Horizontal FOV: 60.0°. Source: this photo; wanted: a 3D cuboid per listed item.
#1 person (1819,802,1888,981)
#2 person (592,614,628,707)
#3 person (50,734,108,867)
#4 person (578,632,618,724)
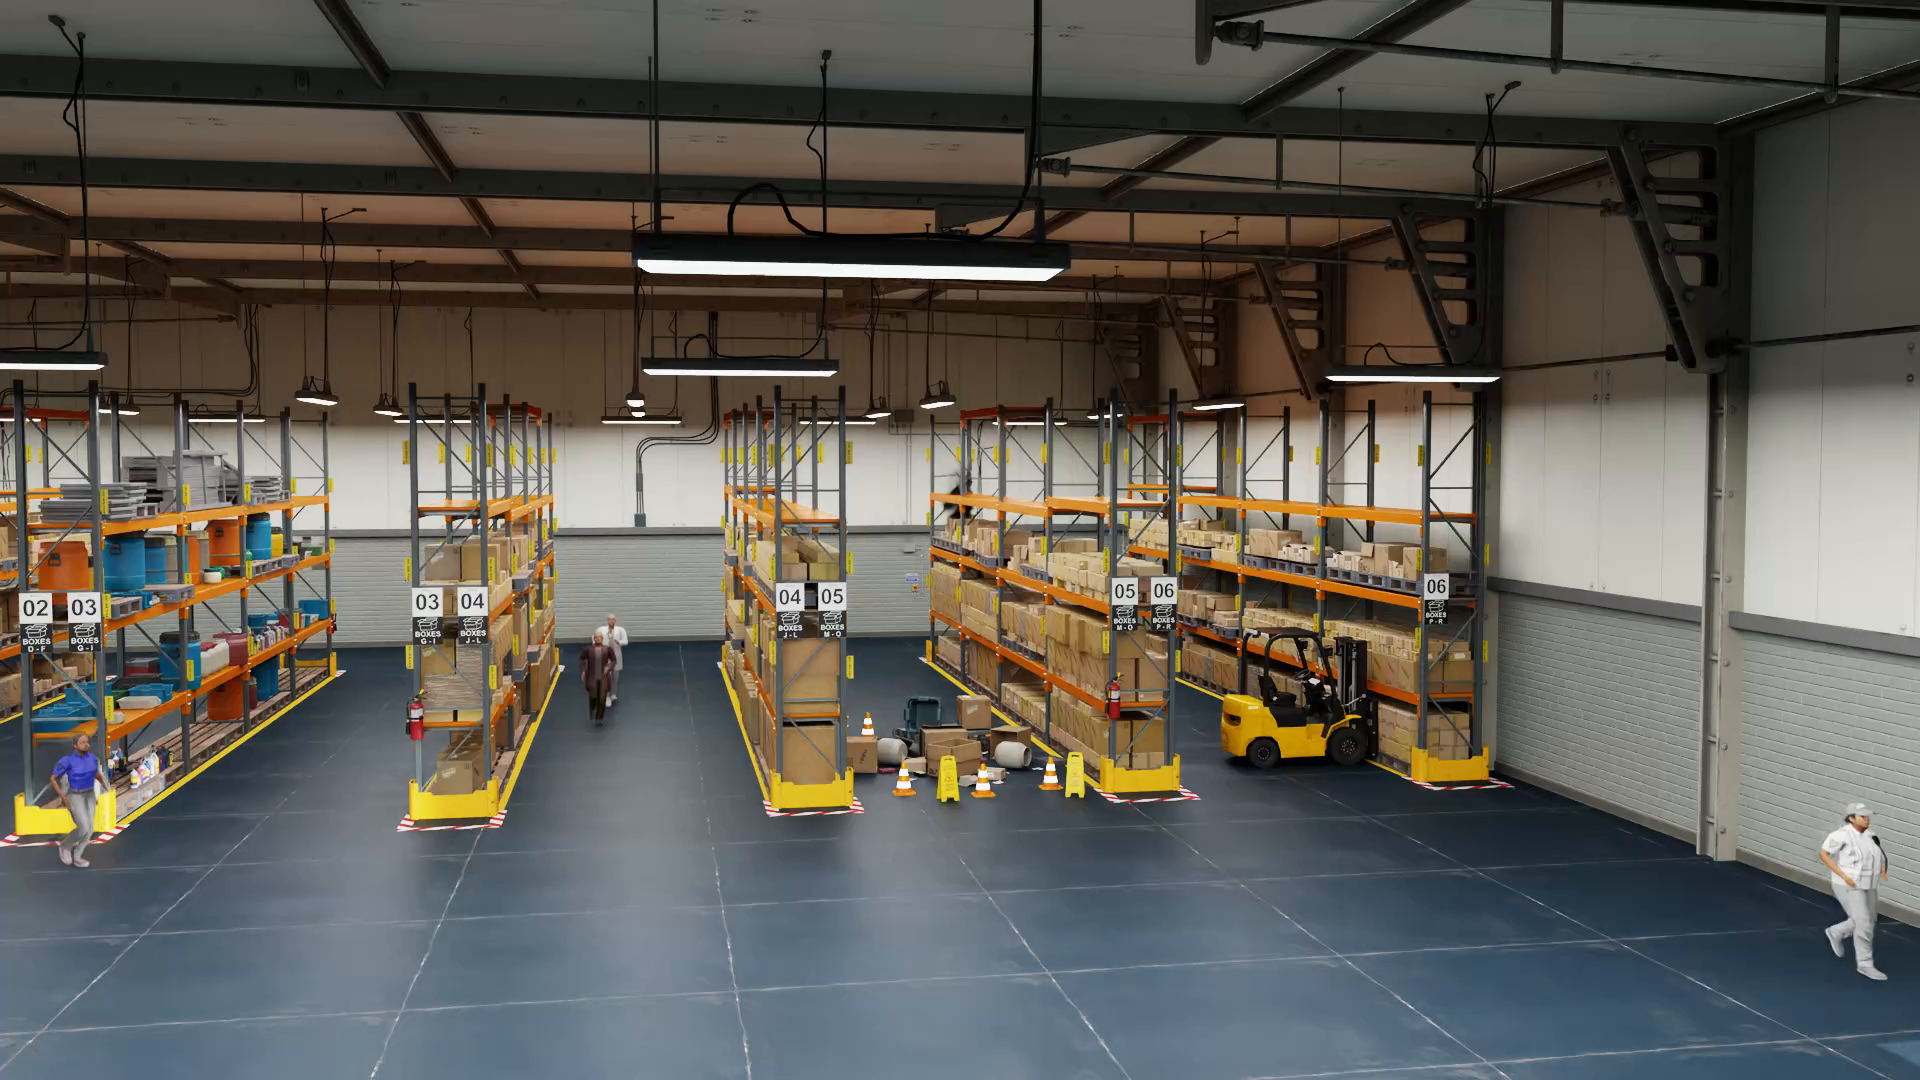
[{"bbox_3d":[8.662,3.355,16.110,0.615,1.646,0.743,-1,3,-22],"label":"person"},{"bbox_3d":[-7.045,2.413,33.546,0.672,1.848,0.855,-1,3,-20],"label":"person"},{"bbox_3d":[-10.678,3.212,20.261,0.544,1.530,0.588,1,3,21],"label":"person"},{"bbox_3d":[-6.722,2.571,30.901,0.714,1.732,0.624,-1,3,-14],"label":"person"}]
